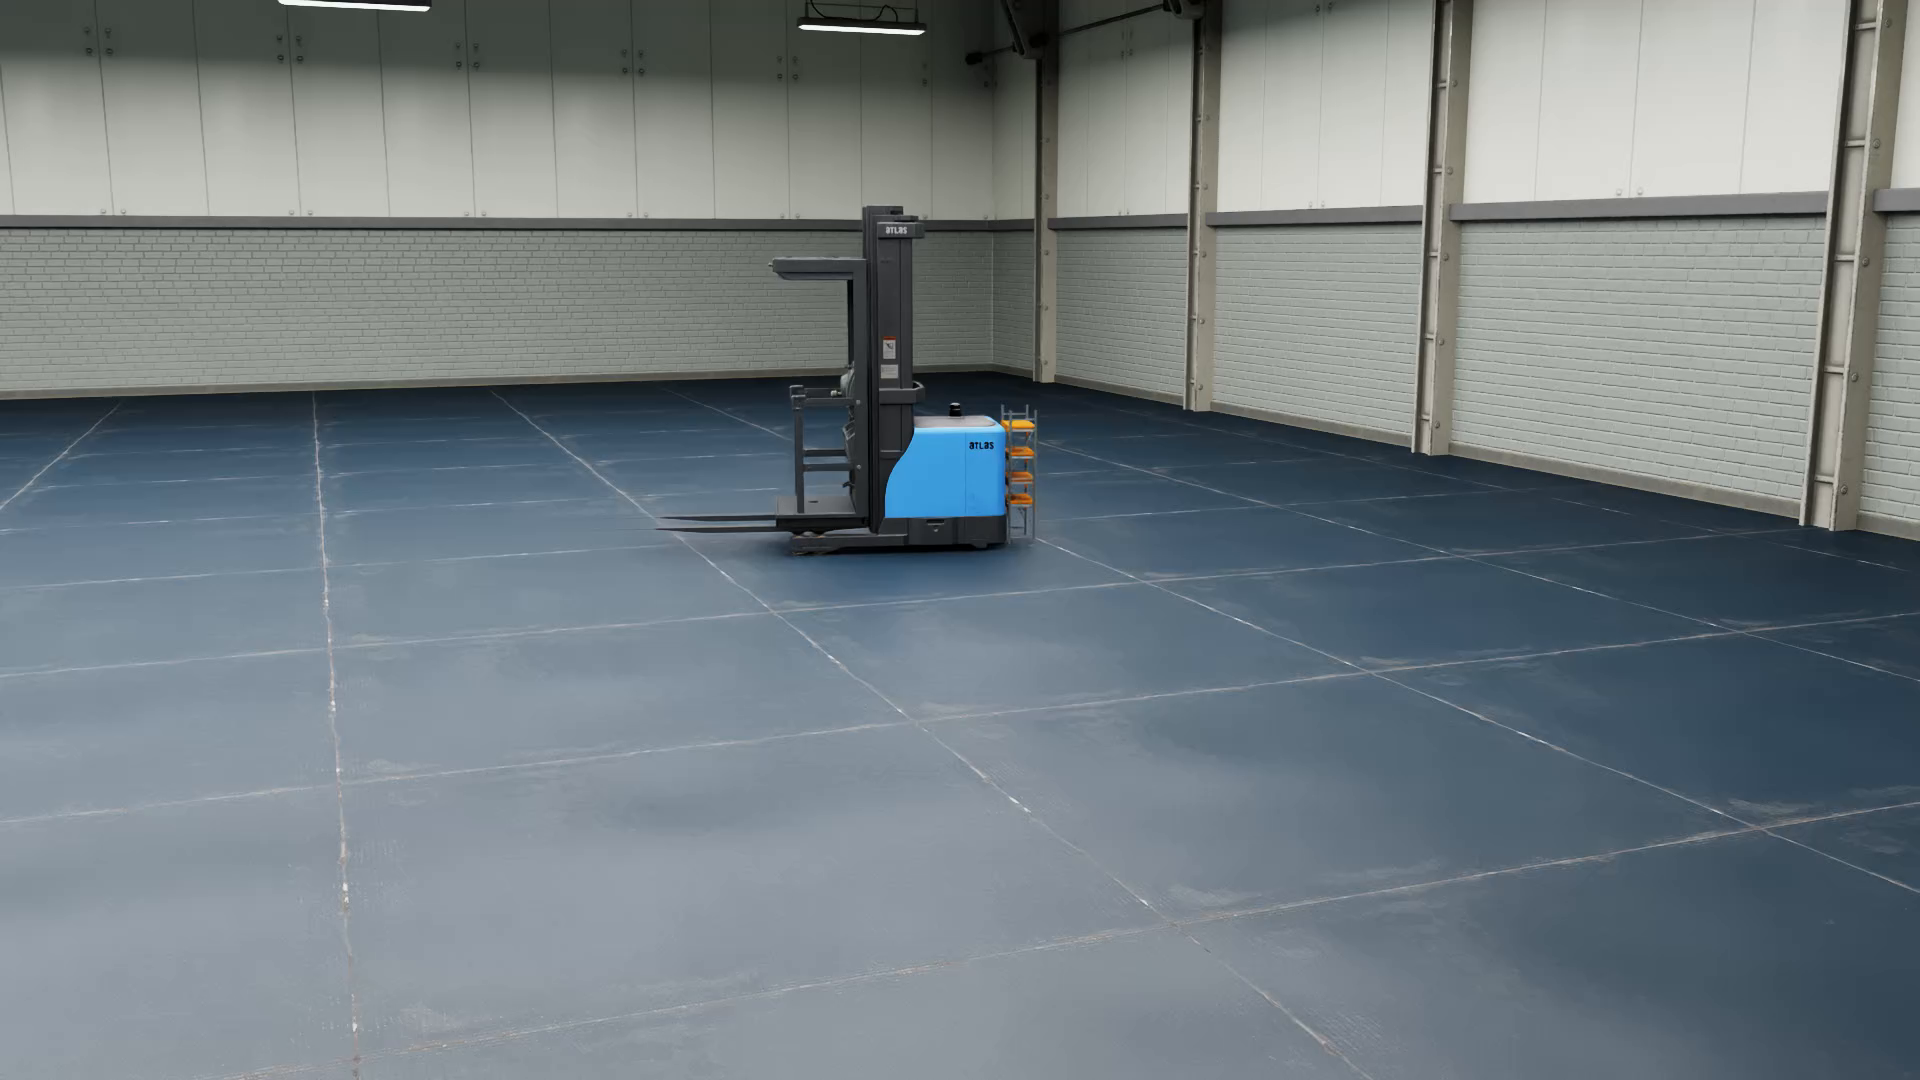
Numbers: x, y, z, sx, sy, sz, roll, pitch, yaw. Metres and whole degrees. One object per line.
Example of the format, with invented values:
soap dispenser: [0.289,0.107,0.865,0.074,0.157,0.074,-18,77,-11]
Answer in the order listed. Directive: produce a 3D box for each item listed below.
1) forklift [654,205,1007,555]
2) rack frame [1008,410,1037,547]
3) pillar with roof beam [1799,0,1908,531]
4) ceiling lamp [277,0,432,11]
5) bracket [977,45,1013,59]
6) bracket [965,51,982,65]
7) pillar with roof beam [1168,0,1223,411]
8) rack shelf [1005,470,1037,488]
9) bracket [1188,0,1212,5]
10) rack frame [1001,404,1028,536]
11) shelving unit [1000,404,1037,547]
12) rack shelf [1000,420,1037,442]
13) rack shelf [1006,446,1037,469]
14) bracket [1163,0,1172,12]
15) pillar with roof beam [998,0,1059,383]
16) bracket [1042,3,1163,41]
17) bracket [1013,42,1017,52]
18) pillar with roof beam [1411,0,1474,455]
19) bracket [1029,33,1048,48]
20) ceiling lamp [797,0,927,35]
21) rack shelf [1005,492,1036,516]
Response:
forklift: [-1.148,-1.409,14.469,3.031,2.935,1.130,-1,10,-6]
rack frame: [0.542,-0.535,14.497,0.240,1.200,0.015,-1,10,-7]
pillar with roof beam: [4.141,-4.281,13.294,9.100,9.000,0.400,-4,11,-21]
ceiling lamp: [-8.434,-8.955,22.902,2.000,3.185,0.800,-4,11,-21]
bracket: [0.505,-9.601,32.919,0.076,0.066,3.189,-4,11,-21]
bracket: [0.291,-9.697,33.461,0.235,0.232,0.430,-4,11,-21]
pillar with roof beam: [-0.208,-6.240,24.306,9.100,9.000,0.548,-4,11,-21]
rack shelf: [0.514,-0.511,14.747,0.258,0.148,0.480,-1,10,-7]
bracket: [3.624,-8.195,25.019,0.235,0.232,0.430,-4,11,-21]
rack frame: [0.486,-0.620,14.974,0.240,1.200,0.015,-1,10,-7]
shelving unit: [0.514,-0.578,14.736,0.258,1.200,0.503,-1,10,-7]
rack shelf: [0.517,-0.965,14.667,0.258,0.148,0.480,-1,10,-7]
rack shelf: [0.516,-0.732,14.708,0.258,0.148,0.480,-1,10,-7]
bracket: [3.324,-8.331,25.781,0.235,0.232,0.430,-4,11,-21]
pillar with roof beam: [-2.382,-7.219,29.811,9.100,9.000,0.548,-4,11,-21]
bracket: [2.384,-8.754,28.160,0.076,0.066,4.783,-4,11,-21]
bracket: [1.149,-9.310,31.286,0.235,0.232,0.430,-4,11,-21]
pillar with roof beam: [1.967,-5.261,18.800,9.100,9.000,0.400,-4,11,-21]
bracket: [1.450,-9.175,30.525,0.235,0.232,0.430,-4,11,-21]
ceiling lamp: [-1.592,-9.421,25.521,2.000,3.185,0.800,-4,11,-21]
rack shelf: [0.512,-0.316,14.782,0.258,0.148,0.480,-1,10,-7]
